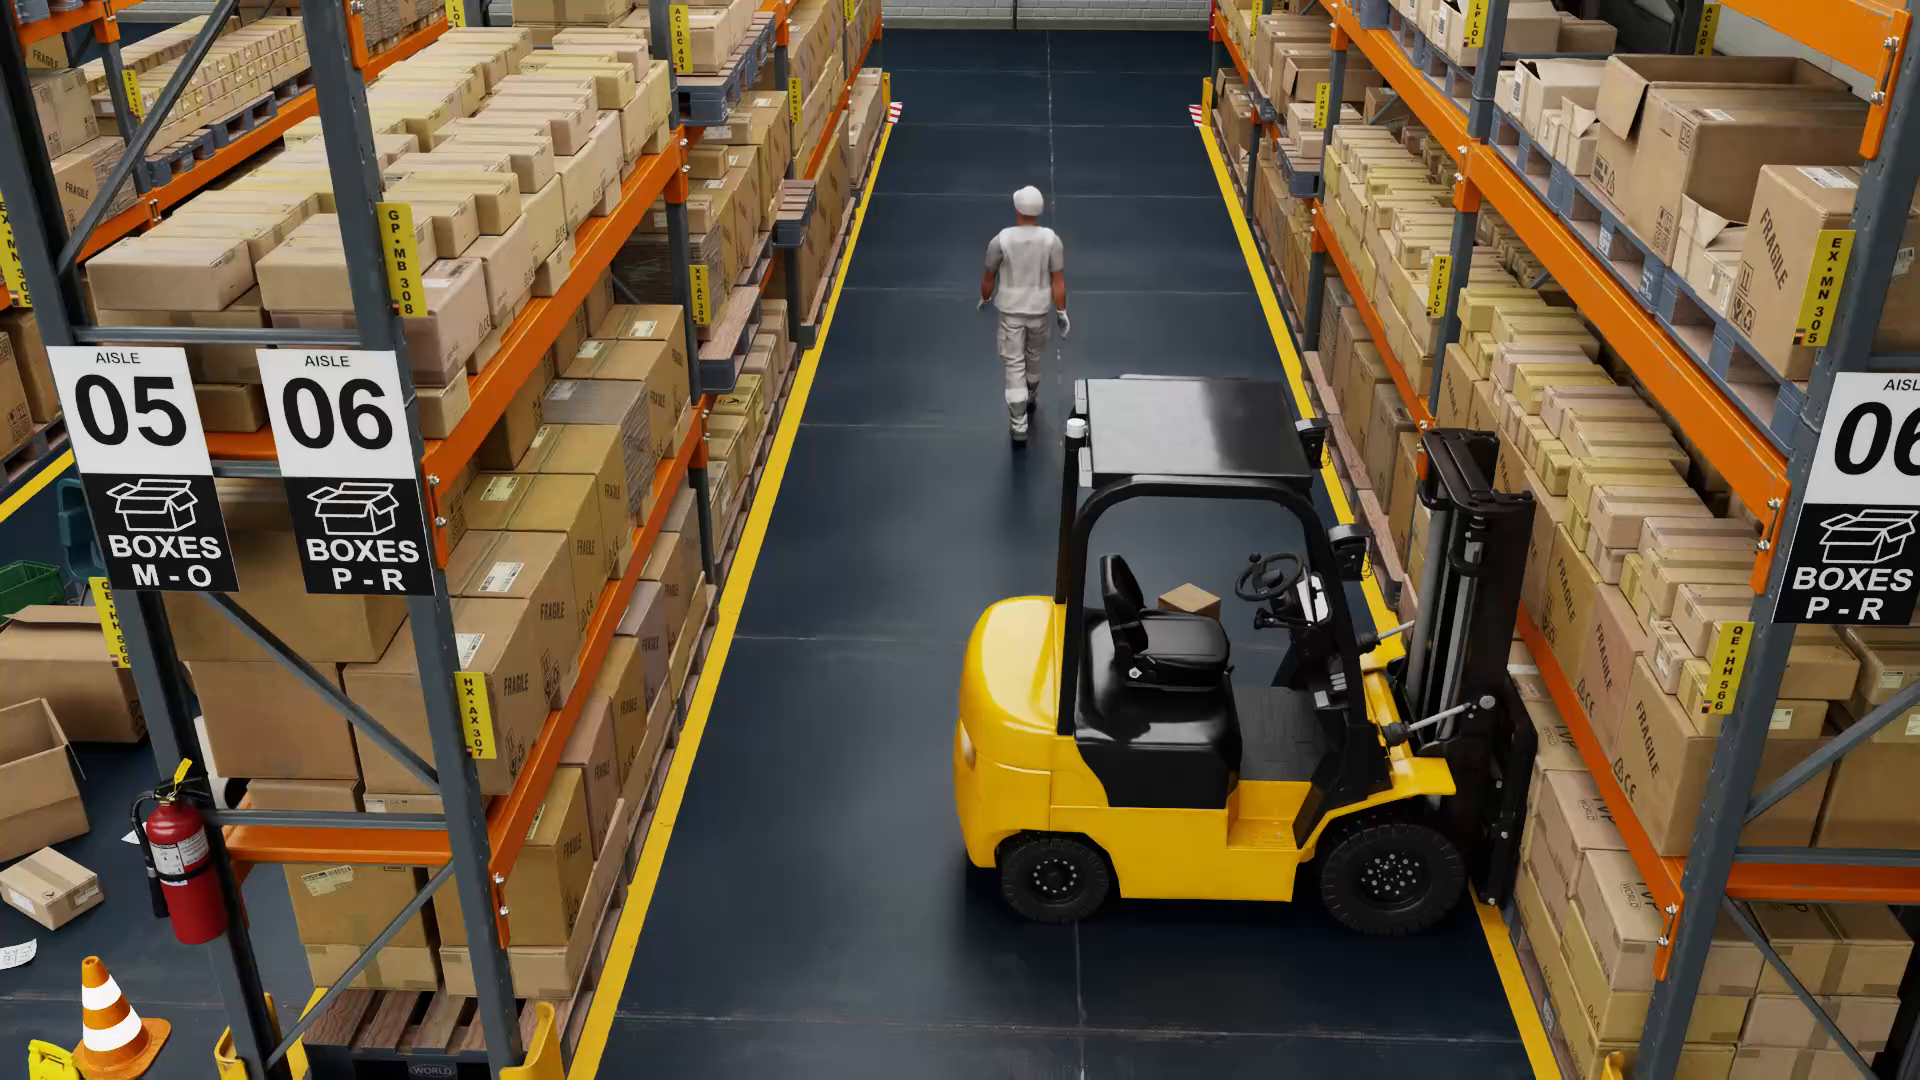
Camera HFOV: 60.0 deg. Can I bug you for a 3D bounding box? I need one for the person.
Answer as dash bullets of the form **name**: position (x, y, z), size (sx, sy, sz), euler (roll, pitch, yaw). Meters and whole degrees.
- **person**: position (0.432, -1.676, 11.740), size (0.607, 1.735, 0.984), euler (-3, 28, -6)
